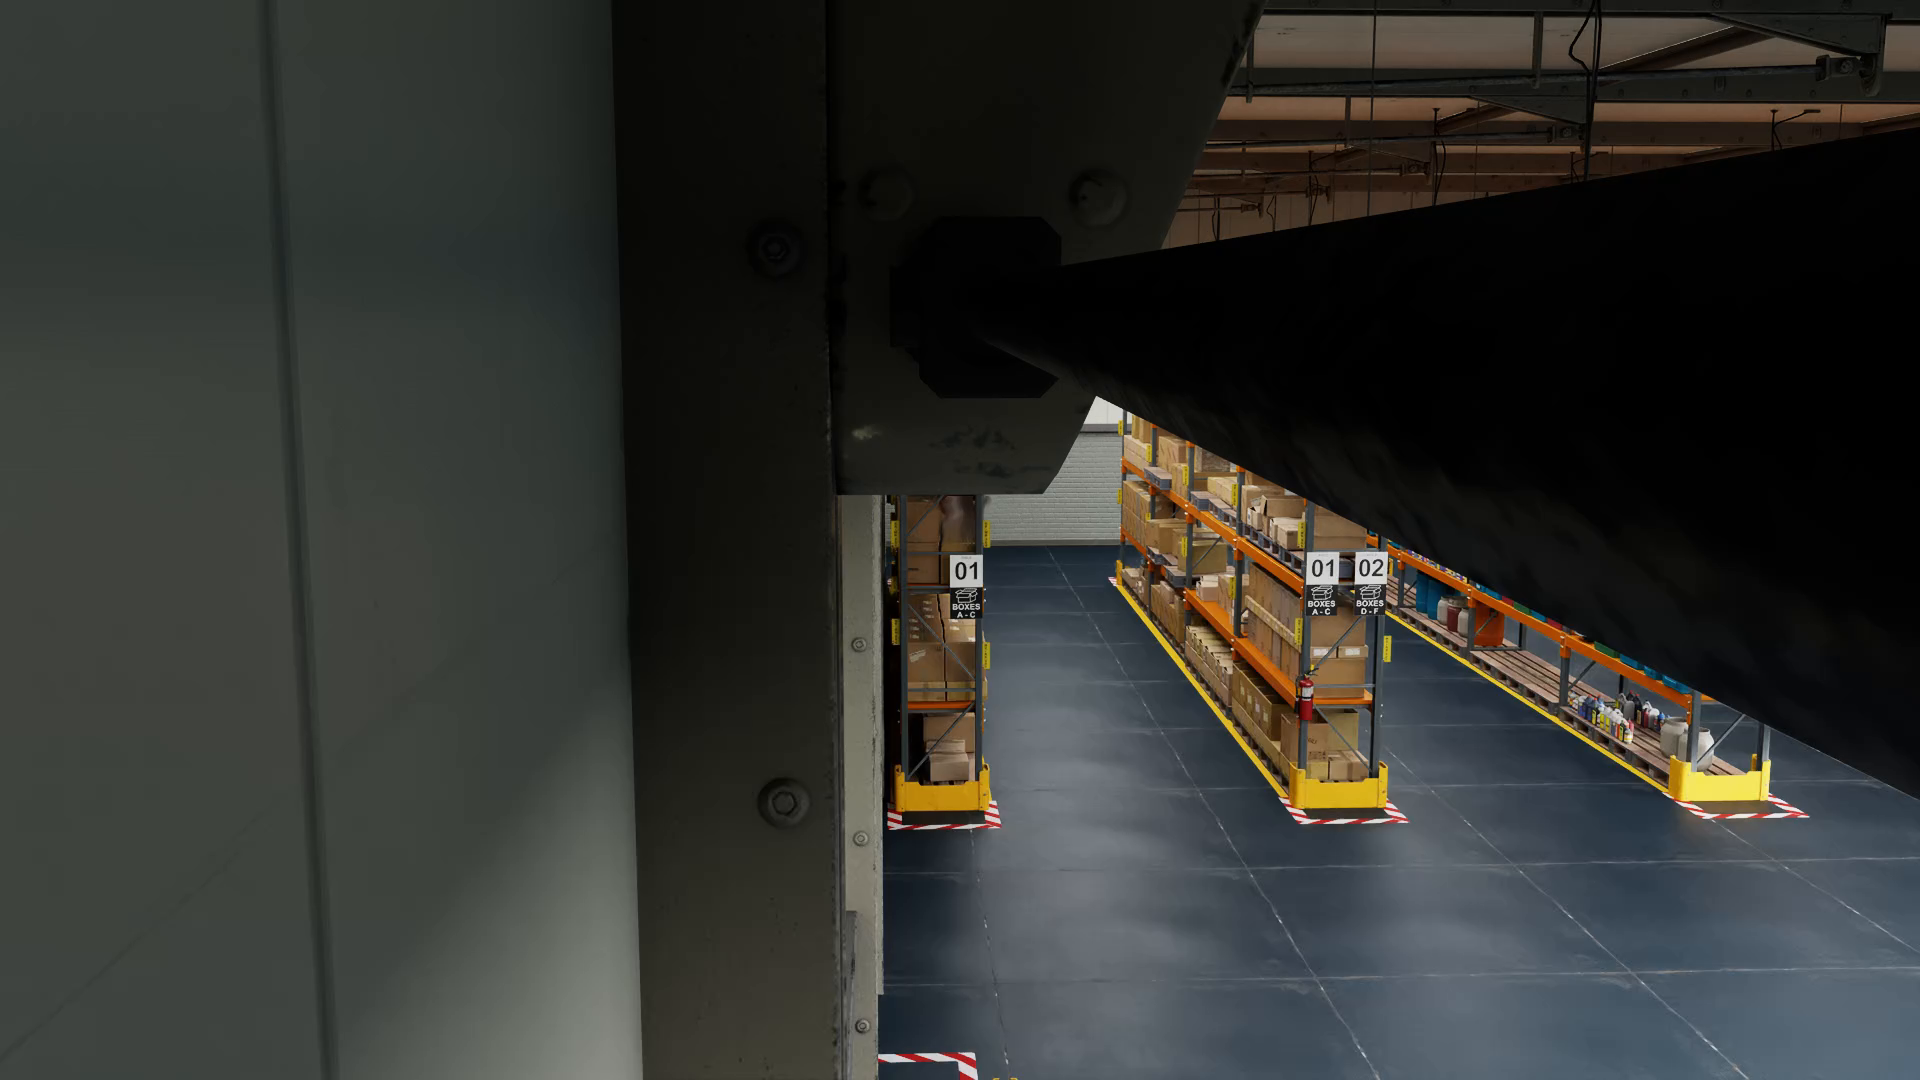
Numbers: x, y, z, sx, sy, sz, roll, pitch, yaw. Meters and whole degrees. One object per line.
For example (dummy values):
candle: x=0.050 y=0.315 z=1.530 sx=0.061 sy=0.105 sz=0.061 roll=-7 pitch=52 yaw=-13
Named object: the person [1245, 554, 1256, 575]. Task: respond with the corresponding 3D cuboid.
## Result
person: x=6.059 y=0.364 z=35.020 sx=0.594 sy=1.701 sz=0.632 roll=-2 pitch=9 yaw=-13
